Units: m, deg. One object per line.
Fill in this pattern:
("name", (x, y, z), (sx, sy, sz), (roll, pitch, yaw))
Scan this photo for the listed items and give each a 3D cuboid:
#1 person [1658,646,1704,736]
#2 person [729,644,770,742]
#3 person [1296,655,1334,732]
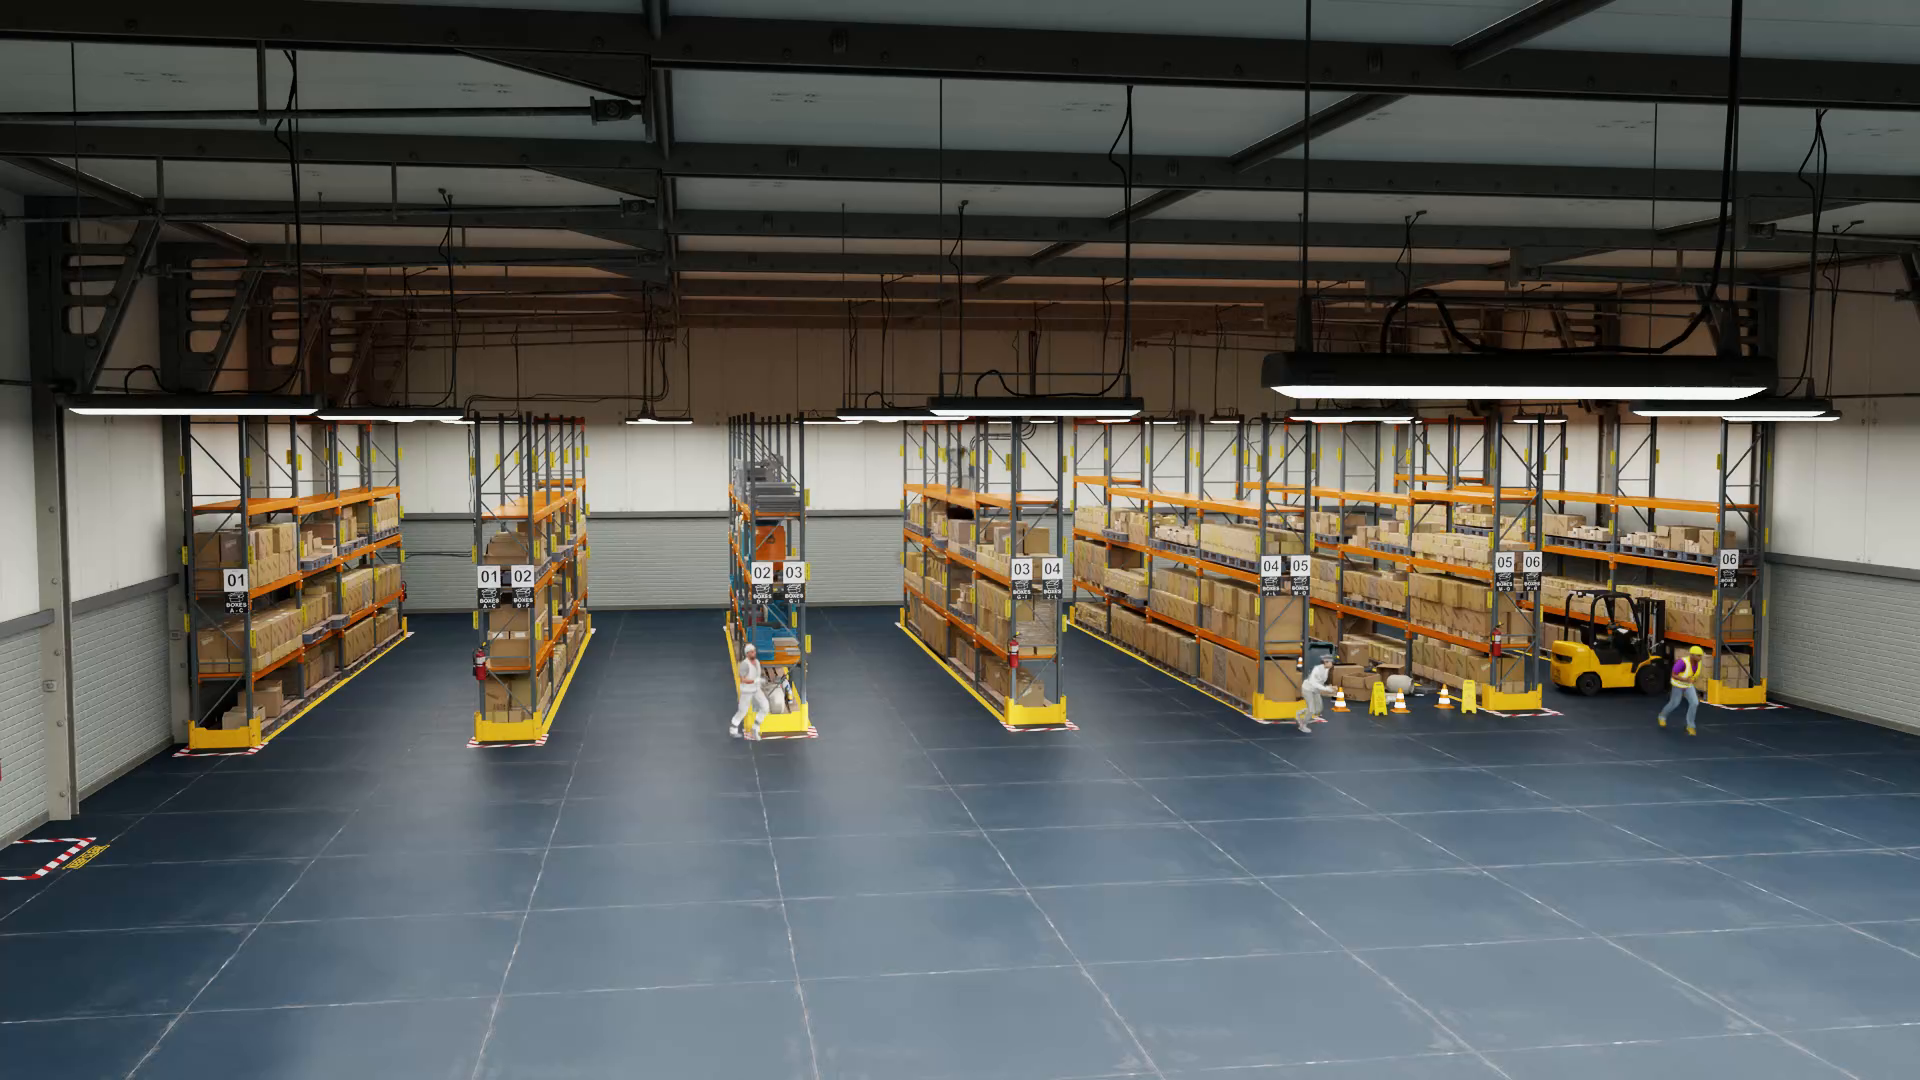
("person", (13.514, 2.796, 31.155), (0.747, 1.718, 1.047), (-1, 4, -21))
("person", (-3.794, 2.772, 30.219), (0.878, 1.784, 0.671), (3, 5, 36))
("person", (6.680, 2.868, 31.198), (0.772, 1.493, 0.636), (3, 5, 37))
